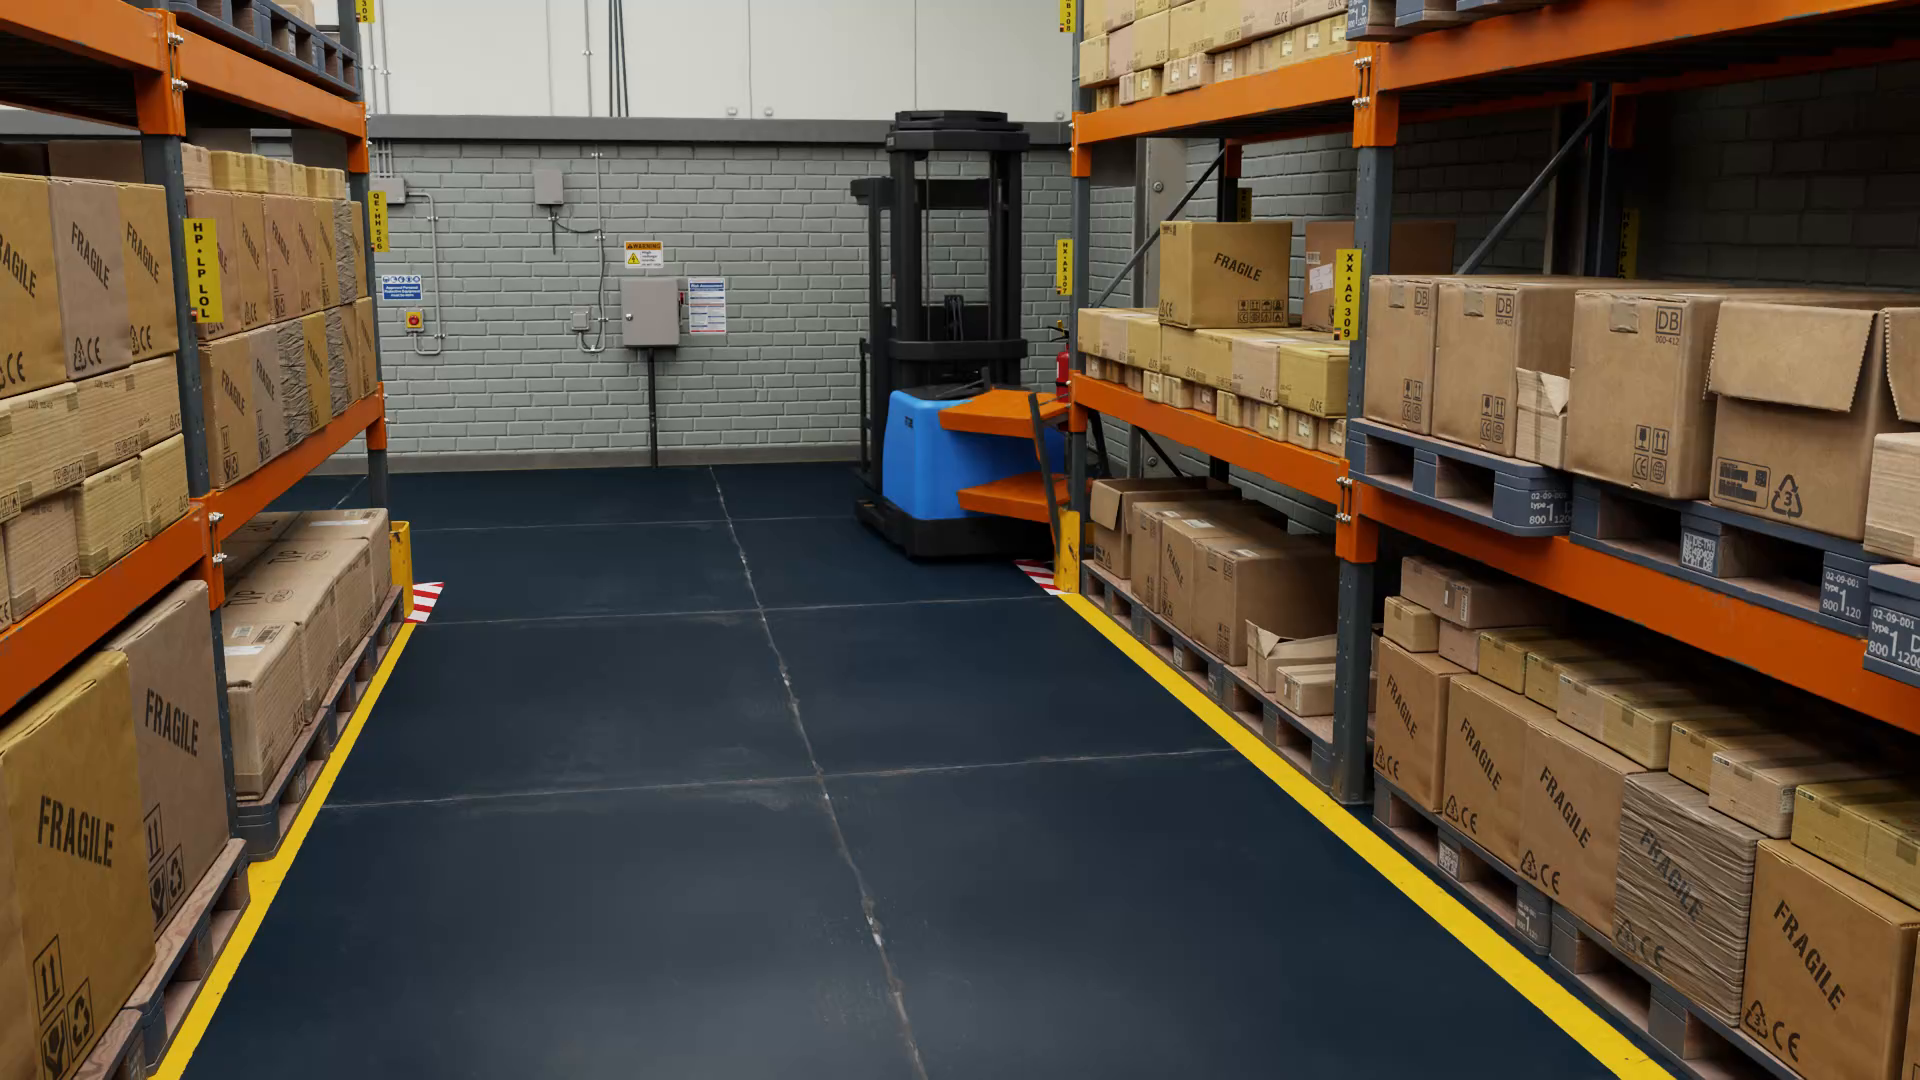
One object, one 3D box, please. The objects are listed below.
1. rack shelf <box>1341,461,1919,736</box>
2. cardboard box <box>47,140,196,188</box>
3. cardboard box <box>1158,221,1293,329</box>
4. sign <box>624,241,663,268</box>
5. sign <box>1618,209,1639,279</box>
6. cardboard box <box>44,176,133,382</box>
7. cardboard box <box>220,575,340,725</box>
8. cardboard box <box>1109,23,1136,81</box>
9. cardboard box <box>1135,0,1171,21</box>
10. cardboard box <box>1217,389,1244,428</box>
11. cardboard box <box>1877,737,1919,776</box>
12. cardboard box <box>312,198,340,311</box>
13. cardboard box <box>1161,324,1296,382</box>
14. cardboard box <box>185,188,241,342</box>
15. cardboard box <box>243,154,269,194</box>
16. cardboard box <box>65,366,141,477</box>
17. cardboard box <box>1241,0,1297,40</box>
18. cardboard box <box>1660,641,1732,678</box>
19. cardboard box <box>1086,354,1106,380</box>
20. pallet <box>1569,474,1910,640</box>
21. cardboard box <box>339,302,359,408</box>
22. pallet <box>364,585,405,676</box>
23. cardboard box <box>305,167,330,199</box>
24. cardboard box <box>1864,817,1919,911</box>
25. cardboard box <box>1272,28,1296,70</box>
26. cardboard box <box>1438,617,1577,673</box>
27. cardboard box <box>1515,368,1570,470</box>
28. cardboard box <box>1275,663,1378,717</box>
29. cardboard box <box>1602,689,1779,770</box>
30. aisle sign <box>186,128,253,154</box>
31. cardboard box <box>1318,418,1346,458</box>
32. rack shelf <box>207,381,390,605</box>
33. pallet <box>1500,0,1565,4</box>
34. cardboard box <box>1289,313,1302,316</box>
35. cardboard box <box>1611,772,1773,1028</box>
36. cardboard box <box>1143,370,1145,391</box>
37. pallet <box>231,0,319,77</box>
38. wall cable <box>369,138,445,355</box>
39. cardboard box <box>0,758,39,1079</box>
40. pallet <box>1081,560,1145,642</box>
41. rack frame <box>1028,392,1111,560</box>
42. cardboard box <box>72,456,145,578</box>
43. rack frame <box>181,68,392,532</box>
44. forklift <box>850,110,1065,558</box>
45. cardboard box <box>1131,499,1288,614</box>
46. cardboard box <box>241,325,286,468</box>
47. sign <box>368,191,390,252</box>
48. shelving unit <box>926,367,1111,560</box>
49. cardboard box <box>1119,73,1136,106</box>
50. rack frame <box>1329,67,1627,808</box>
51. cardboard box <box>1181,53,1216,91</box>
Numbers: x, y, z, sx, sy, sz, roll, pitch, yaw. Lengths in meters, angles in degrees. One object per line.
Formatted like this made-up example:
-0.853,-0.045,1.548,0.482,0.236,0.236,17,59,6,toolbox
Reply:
2.325,0.237,4.351,1.077,0.370,4.000,-2,11,-11,rack shelf
-2.739,-1.228,5.449,0.380,0.149,0.250,-2,11,-12,cardboard box
1.274,-1.289,8.047,0.500,0.500,0.500,-2,11,-10,cardboard box
-2.835,-2.560,14.915,0.339,0.242,0.001,-2,11,-11,sign
2.480,-1.072,6.212,0.100,0.325,0.005,-2,11,-11,sign
-2.491,-0.674,4.276,0.500,0.500,0.500,-2,11,-10,cardboard box
-3.124,0.468,6.947,0.875,0.438,0.875,-2,11,-13,cardboard box
1.095,-2.579,8.805,0.500,0.250,0.500,-2,11,-10,cardboard box
1.190,-2.732,8.273,0.500,0.250,0.500,-2,11,-12,cardboard box
1.378,-0.597,7.484,0.380,0.149,0.250,-2,11,-12,cardboard box
2.614,0.612,4.288,0.380,0.149,0.250,-2,11,-11,cardboard box
-3.159,-1.310,7.616,0.500,0.500,0.500,-2,11,-11,cardboard box
1.302,-0.918,8.100,0.500,0.250,0.500,-2,11,-13,cardboard box
-2.787,-0.938,5.661,0.500,0.500,0.500,-2,11,-11,cardboard box
-2.907,-1.417,6.444,0.380,0.149,0.250,-2,11,-13,cardboard box
-2.503,-0.310,4.367,0.500,0.250,0.500,-2,11,-10,cardboard box
1.485,-2.203,6.832,0.500,0.250,0.500,-3,11,-13,cardboard box
2.478,0.416,5.318,0.380,0.149,0.250,-3,11,-14,cardboard box
0.953,-1.023,9.719,0.380,0.149,0.250,-2,11,-11,cardboard box
2.331,-0.011,4.247,1.003,0.211,1.213,-2,11,-11,pallet
-3.274,-0.913,8.203,0.500,0.500,0.500,-2,11,-12,cardboard box
-3.478,0.478,8.618,1.003,0.211,1.213,-2,11,-11,pallet
-3.230,-1.698,7.919,0.380,0.149,0.250,-2,11,-10,cardboard box
2.271,0.724,3.700,0.380,0.149,0.250,-2,11,-9,cardboard box
1.488,-1.983,6.741,0.380,0.149,0.250,-2,11,-9,cardboard box
1.875,0.344,5.696,0.380,0.149,0.250,-2,11,-13,cardboard box
1.830,-0.354,4.772,0.396,0.266,0.258,-2,11,-8,cardboard box
1.540,0.620,6.919,0.380,0.149,0.250,-2,11,-13,cardboard box
2.060,0.533,4.702,0.380,0.149,0.250,-2,11,-9,cardboard box
-4.009,-2.315,8.884,0.394,0.787,0.004,-2,11,-11,aisle sign
1.626,-0.409,6.493,0.380,0.149,0.250,-2,11,-10,cardboard box
-3.321,-0.315,7.253,1.077,0.370,4.000,-2,11,-11,rack shelf
2.199,-1.552,4.307,1.213,0.211,1.003,-2,11,-11,pallet
1.607,-1.120,9.162,0.500,0.250,0.500,-2,11,-11,cardboard box
2.110,0.920,4.402,0.500,0.500,0.500,-3,11,-13,cardboard box
1.179,-0.834,8.726,0.380,0.149,0.250,-2,11,-10,cardboard box
-3.315,-2.105,6.950,1.003,0.211,1.213,-2,11,-11,pallet
-4.830,-2.583,14.444,0.585,1.953,0.123,-2,11,-11,wall cable
-2.376,0.976,3.105,0.875,0.875,0.875,-2,11,-10,cardboard box
1.329,0.314,9.485,1.003,0.211,1.213,-2,11,-11,pallet
0.708,-0.406,10.101,0.500,1.125,0.032,-23,20,-33,rack frame
-2.500,-0.061,4.398,0.500,0.250,0.500,-2,11,-12,cardboard box
-3.710,-1.035,9.113,1.000,3.000,0.127,-2,11,-11,rack frame
-0.166,-1.556,12.035,1.130,2.935,3.031,-3,11,-15,forklift
1.312,0.079,8.821,0.700,0.500,0.500,-2,11,-9,cardboard box
-2.860,-0.539,6.237,0.500,0.500,0.500,-2,11,-11,cardboard box
-3.175,-1.738,9.073,0.100,0.325,0.005,-2,11,-11,sign
0.399,-0.465,10.500,0.538,1.125,1.048,-23,20,-33,shelving unit
1.049,-2.355,8.699,0.380,0.149,0.250,-2,11,-10,cardboard box
1.936,-0.483,6.211,1.000,3.000,0.127,-2,11,-11,rack frame
1.248,-2.169,7.722,0.380,0.149,0.250,-2,11,-10,cardboard box
